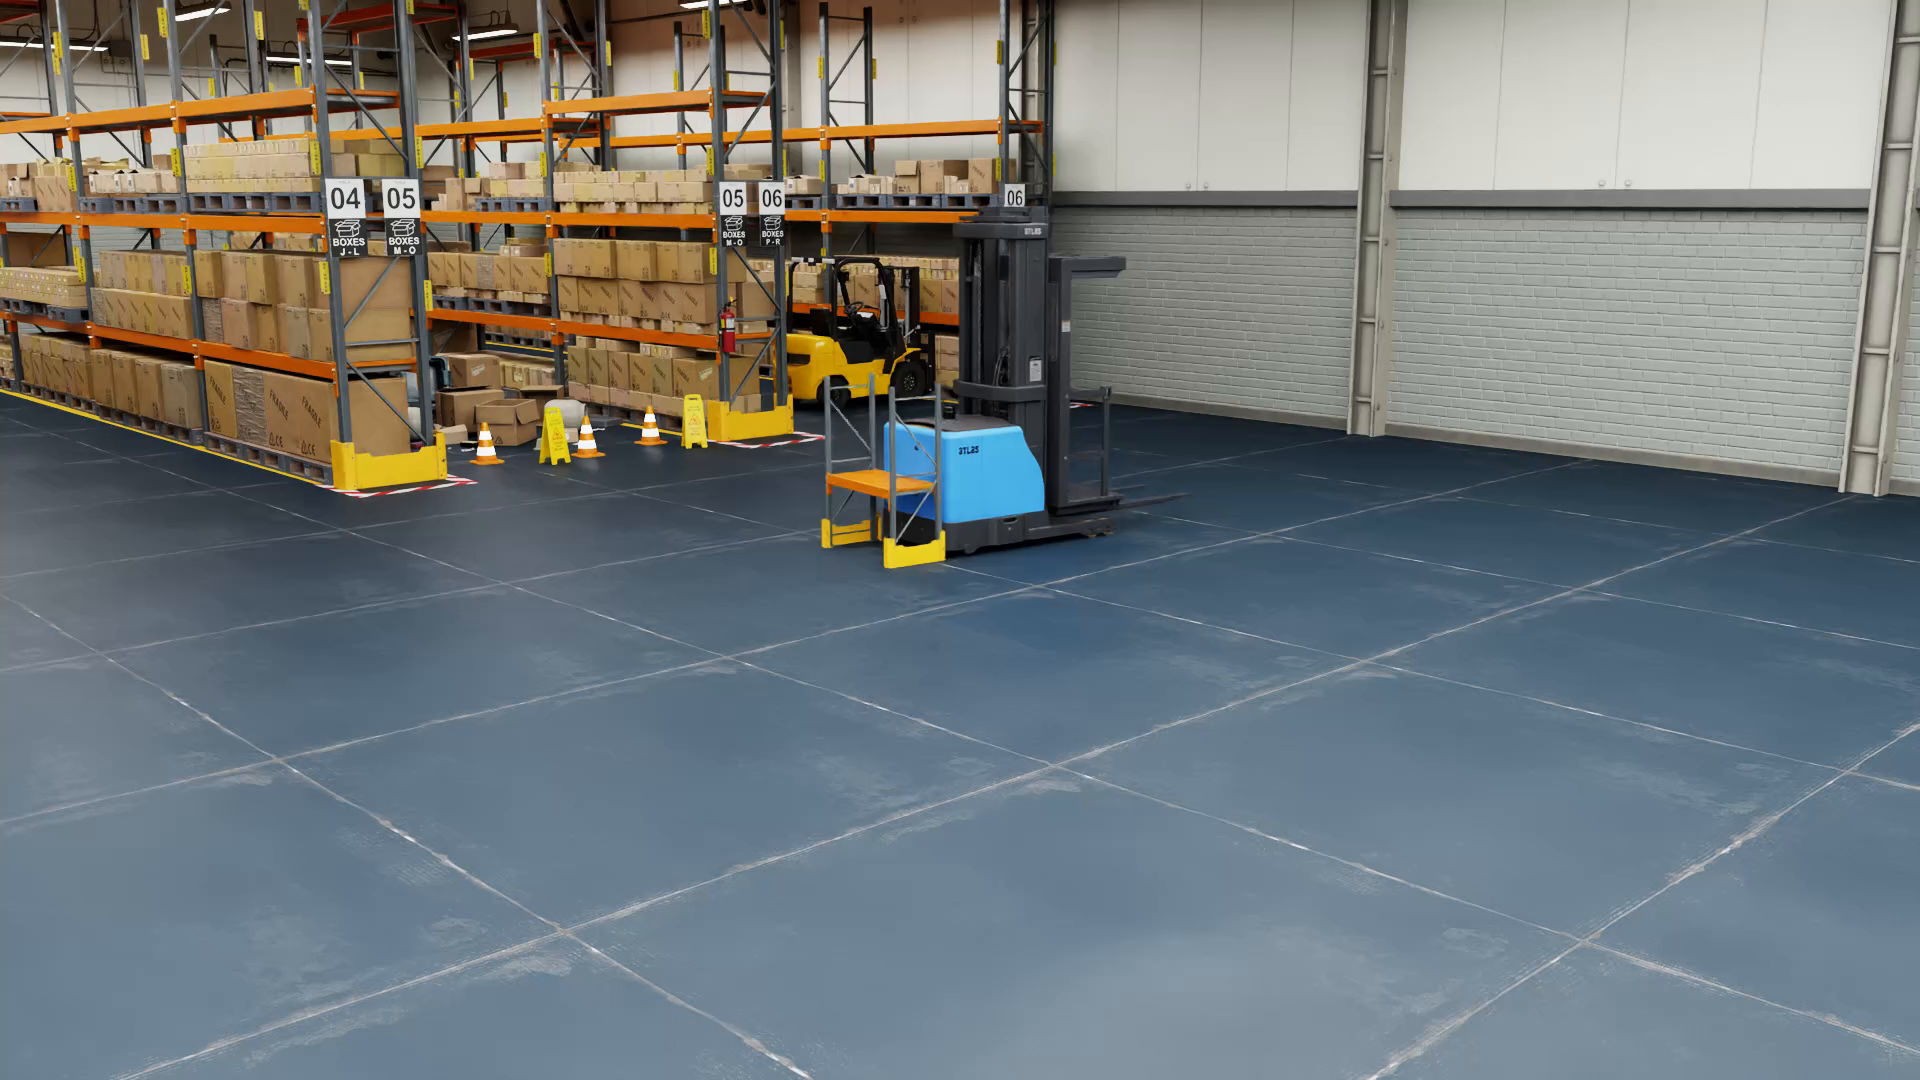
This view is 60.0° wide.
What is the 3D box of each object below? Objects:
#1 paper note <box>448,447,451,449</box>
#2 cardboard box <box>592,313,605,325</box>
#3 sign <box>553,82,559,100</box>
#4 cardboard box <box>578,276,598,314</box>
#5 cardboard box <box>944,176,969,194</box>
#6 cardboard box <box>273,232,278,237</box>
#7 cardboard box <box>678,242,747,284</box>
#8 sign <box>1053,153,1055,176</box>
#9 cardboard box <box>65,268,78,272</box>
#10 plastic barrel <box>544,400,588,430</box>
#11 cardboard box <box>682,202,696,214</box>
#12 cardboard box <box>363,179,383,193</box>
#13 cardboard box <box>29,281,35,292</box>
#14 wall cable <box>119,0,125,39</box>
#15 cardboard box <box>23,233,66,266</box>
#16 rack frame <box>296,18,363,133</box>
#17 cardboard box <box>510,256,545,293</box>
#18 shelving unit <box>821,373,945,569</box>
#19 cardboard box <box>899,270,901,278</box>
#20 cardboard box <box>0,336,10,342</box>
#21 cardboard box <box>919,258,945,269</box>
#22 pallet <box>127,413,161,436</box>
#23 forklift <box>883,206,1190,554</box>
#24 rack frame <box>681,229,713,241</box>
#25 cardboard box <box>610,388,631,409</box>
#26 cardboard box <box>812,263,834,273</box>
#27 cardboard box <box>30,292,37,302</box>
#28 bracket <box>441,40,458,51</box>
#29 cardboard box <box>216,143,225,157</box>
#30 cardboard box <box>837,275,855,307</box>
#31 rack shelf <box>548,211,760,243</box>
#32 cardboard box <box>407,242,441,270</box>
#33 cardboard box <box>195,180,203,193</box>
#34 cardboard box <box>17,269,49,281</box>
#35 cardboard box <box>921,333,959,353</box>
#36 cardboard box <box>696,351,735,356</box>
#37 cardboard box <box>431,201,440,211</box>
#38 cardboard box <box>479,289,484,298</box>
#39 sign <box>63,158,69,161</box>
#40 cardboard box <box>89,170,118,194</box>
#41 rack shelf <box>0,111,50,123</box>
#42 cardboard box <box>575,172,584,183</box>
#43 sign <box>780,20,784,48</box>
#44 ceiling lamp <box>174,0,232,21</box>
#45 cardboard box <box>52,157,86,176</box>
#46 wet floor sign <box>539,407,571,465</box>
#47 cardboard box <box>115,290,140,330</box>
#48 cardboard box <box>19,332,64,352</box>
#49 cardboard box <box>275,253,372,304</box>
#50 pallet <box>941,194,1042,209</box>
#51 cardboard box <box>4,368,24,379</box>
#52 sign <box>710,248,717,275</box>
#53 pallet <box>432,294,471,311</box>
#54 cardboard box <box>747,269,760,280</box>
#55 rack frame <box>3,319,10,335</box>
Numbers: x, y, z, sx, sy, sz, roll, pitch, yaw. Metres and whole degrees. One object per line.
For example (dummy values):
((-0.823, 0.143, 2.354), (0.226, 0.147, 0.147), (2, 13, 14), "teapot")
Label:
((-6.243, -1.124, 20.340), (0.032, 0.001, 0.123), (-3, 12, -13), "paper note")
((-4.846, -3.063, 22.967), (0.380, 0.149, 0.250), (-10, 15, -41), "cardboard box")
((-7.737, -8.603, 31.857), (0.100, 0.325, 0.005), (-11, 16, -43), "sign")
((-4.929, -3.403, 23.011), (0.500, 0.500, 0.500), (-11, 16, -43), "cardboard box")
((-0.012, -5.264, 24.638), (0.396, 0.266, 0.258), (-11, 16, -42), "cardboard box")
((-12.380, -5.635, 30.497), (0.380, 0.149, 0.250), (-11, 16, -43), "cardboard box")
((-3.143, -3.526, 21.131), (0.500, 0.500, 0.700), (11, 16, 44), "cardboard box")
((1.360, -5.503, 24.390), (0.100, 0.325, 0.005), (-11, 16, -43), "sign")
((-13.300, -4.036, 25.173), (0.250, 0.149, 0.380), (11, 16, 43), "cardboard box")
((-5.154, -1.627, 21.757), (0.512, 0.421, 0.421), (-1, 12, -4), "plastic barrel")
((-3.277, -4.189, 20.998), (0.380, 0.149, 0.250), (-11, 16, -42), "cardboard box")
((-6.148, -3.789, 17.768), (0.380, 0.149, 0.250), (-11, 16, -42), "cardboard box")
((-13.409, -3.723, 24.395), (0.380, 0.149, 0.250), (-11, 16, -44), "cardboard box")
((-18.570, -11.948, 34.249), (2.355, 3.000, 0.029), (-11, 16, -43), "wall cable")
((-14.565, -4.629, 26.482), (0.500, 0.500, 0.500), (-10, 16, -41), "cardboard box")
((-10.920, -7.487, 28.953), (1.000, 3.000, 0.127), (-11, 16, -43), "rack frame")
((-6.223, -3.890, 24.331), (0.500, 0.500, 0.500), (-11, 16, -42), "cardboard box")
((-0.668, -0.618, 14.196), (0.587, 1.500, 1.083), (-8, 14, -35), "shelving unit")
((-0.724, -4.129, 25.663), (0.380, 0.149, 0.250), (-11, 16, -44), "cardboard box")
((-16.511, -3.443, 28.737), (0.380, 0.149, 0.250), (-10, 16, -41), "cardboard box")
((-0.399, -4.198, 25.260), (0.380, 0.149, 0.250), (-10, 16, -41), "cardboard box")
((-10.339, -1.592, 22.113), (1.003, 0.211, 1.213), (-11, 16, -43), "pallet")
((0.799, -1.530, 15.074), (3.031, 2.935, 1.130), (-9, 14, -36), "forklift")
((-4.570, -4.658, 30.085), (1.000, 3.000, 0.127), (-11, 16, -43), "rack frame")
((-4.438, -1.963, 22.781), (0.500, 0.250, 0.500), (-11, 16, -43), "cardboard box")
((-2.204, -4.459, 27.268), (0.380, 0.149, 0.250), (-10, 15, -41), "cardboard box")
((-13.413, -3.579, 24.430), (0.250, 0.149, 0.380), (11, 16, 43), "cardboard box")
((-11.275, -10.936, 36.769), (0.235, 0.232, 0.430), (-11, 16, -43), "bracket")
((-8.194, -4.419, 18.853), (0.380, 0.149, 0.250), (-11, 16, -42), "cardboard box")
((-1.690, -4.022, 26.750), (0.500, 0.500, 0.500), (11, 16, 44), "cardboard box")
((-4.014, -4.207, 22.245), (1.077, 0.370, 4.000), (-11, 16, -43), "rack shelf")
((-8.704, -4.543, 26.803), (0.500, 0.500, 0.500), (11, 16, 44), "cardboard box")
((-8.719, -4.140, 19.472), (0.380, 0.149, 0.250), (-11, 16, -42), "cardboard box")
((-13.771, -3.945, 24.735), (0.380, 0.149, 0.250), (-11, 16, -43), "cardboard box")
((-0.301, -3.008, 25.376), (0.500, 0.250, 0.500), (-11, 16, -42), "cardboard box")
((-3.371, -2.259, 22.360), (0.500, 0.500, 0.500), (11, 16, 43), "cardboard box")
((-8.063, -5.242, 26.110), (0.380, 0.149, 0.250), (-11, 16, -43), "cardboard box")
((-7.120, -3.779, 25.404), (0.380, 0.149, 0.250), (-10, 15, -40), "cardboard box")
((-14.031, -5.838, 26.122), (0.100, 0.325, 0.005), (-11, 16, -43), "sign")
((-11.327, -4.805, 22.298), (0.500, 0.311, 0.500), (-11, 16, -42), "cardboard box")
((-15.811, -6.721, 27.023), (1.077, 0.370, 4.000), (-11, 16, -43), "rack shelf")
((-5.037, -4.953, 22.732), (0.250, 0.149, 0.380), (11, 16, 43), "cardboard box")
((-2.240, -6.308, 20.717), (0.100, 0.325, 0.005), (-11, 16, -43), "sign")
((-11.923, -9.920, 26.296), (0.800, 3.185, 2.000), (-11, 16, -43), "ceiling lamp")
((-12.500, -5.249, 23.379), (0.396, 0.266, 0.258), (-11, 16, -43), "cardboard box")
((-4.691, -1.212, 19.195), (0.232, 0.644, 0.267), (8, 14, 35), "wet floor sign")
((-10.852, -3.059, 22.079), (0.500, 0.500, 0.500), (-11, 16, -43), "cardboard box")
((-14.111, -3.049, 25.571), (0.500, 0.250, 0.500), (11, 16, 43), "cardboard box")
((-7.106, -2.923, 18.619), (0.875, 0.550, 0.550), (-11, 16, -43), "cardboard box")
((0.485, -5.023, 24.643), (1.003, 0.211, 1.213), (-11, 16, -43), "pallet")
((-14.947, -2.664, 26.431), (0.380, 0.149, 0.250), (-11, 16, -42), "cardboard box")
((-3.048, -3.445, 20.548), (0.100, 0.325, 0.005), (-11, 16, -43), "sign")
((-7.588, -3.782, 26.312), (1.213, 0.211, 1.003), (-11, 16, -43), "pallet")
((-3.376, -4.507, 28.487), (0.500, 0.250, 0.500), (-11, 16, -42), "cardboard box")
((-17.192, -4.428, 28.972), (1.000, 3.000, 0.127), (-11, 16, -43), "rack frame")
